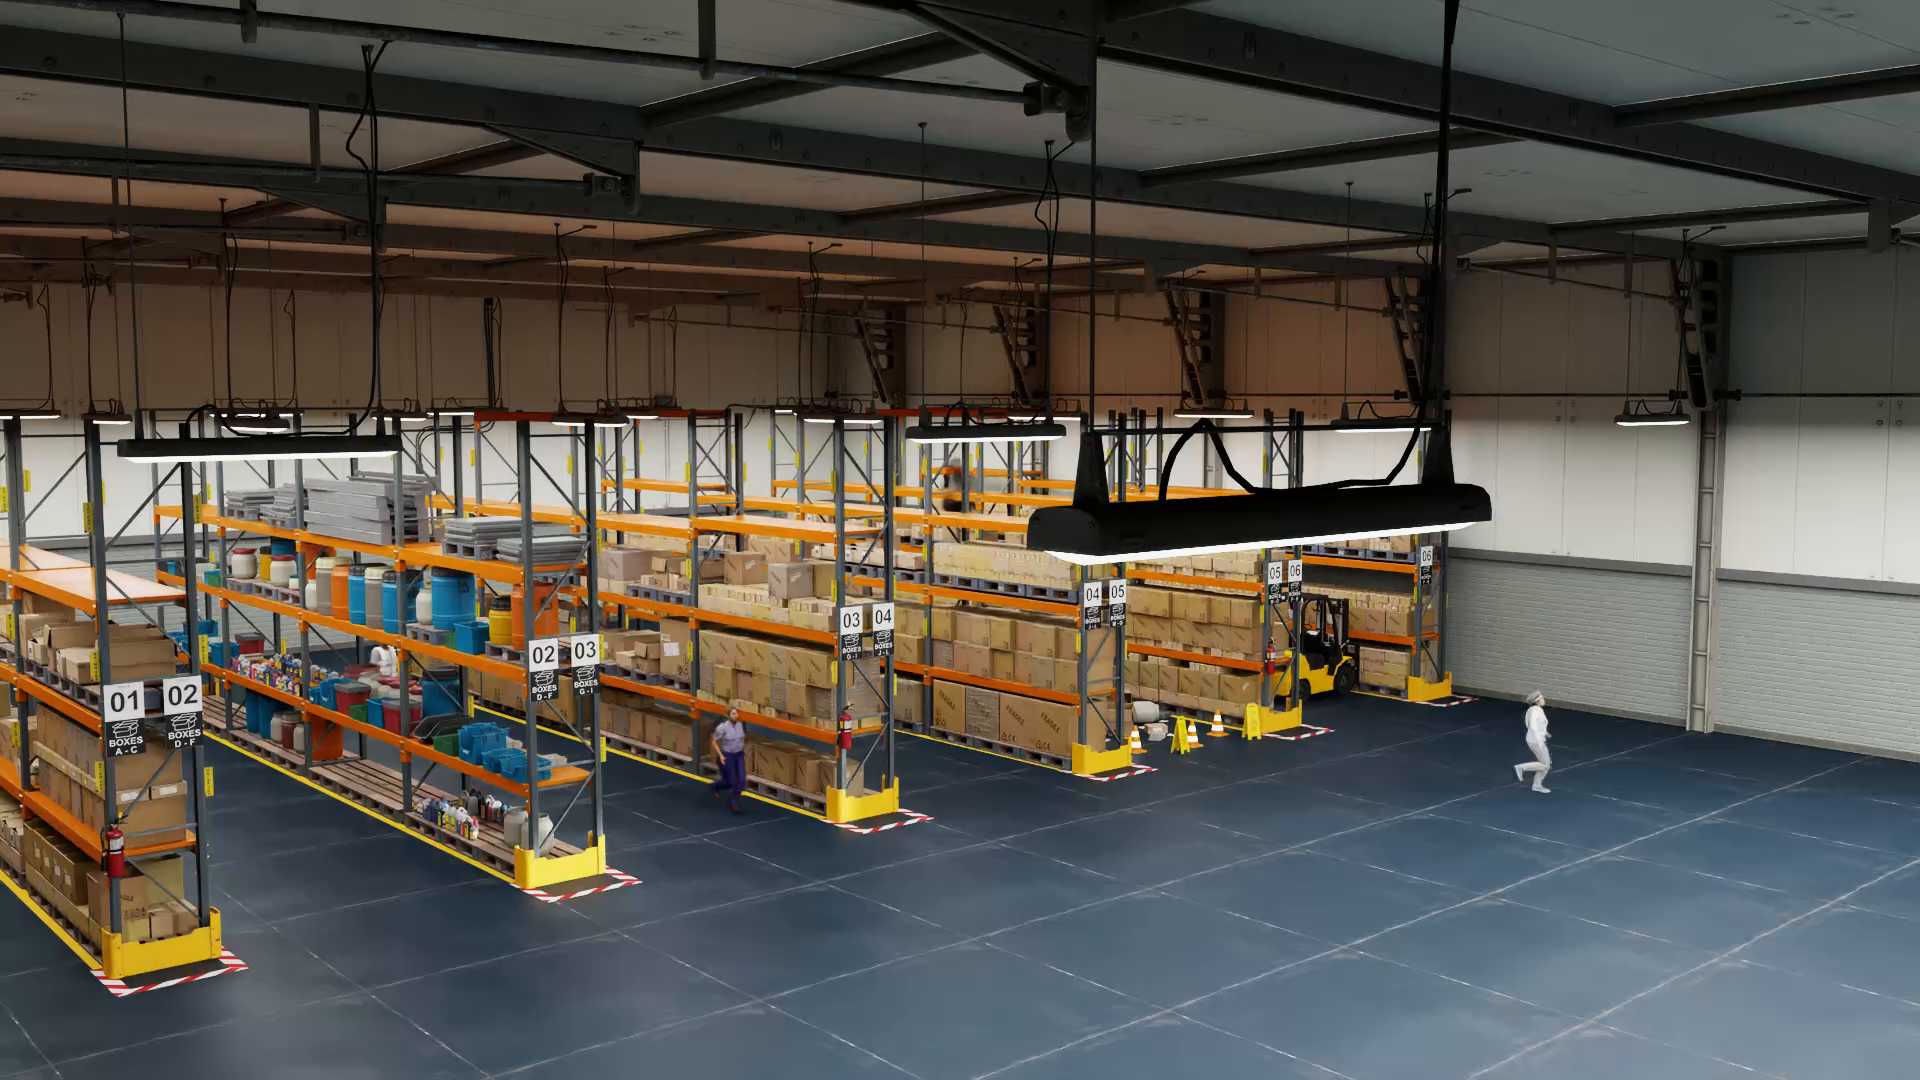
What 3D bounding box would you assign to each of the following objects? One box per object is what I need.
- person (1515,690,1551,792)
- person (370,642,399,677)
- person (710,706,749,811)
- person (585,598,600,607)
[{"bbox_3d":[9.117,3.195,26.437,0.588,1.637,0.622,1,5,9],"label":"person"},{"bbox_3d":[-10.930,2.659,31.736,0.716,1.828,0.659,4,6,38],"label":"person"},{"bbox_3d":[-3.532,3.320,25.378,0.578,1.602,0.580,-5,7,-43],"label":"person"},{"bbox_3d":[-8.973,2.075,40.481,0.603,1.416,0.918,4,7,40],"label":"person"}]
